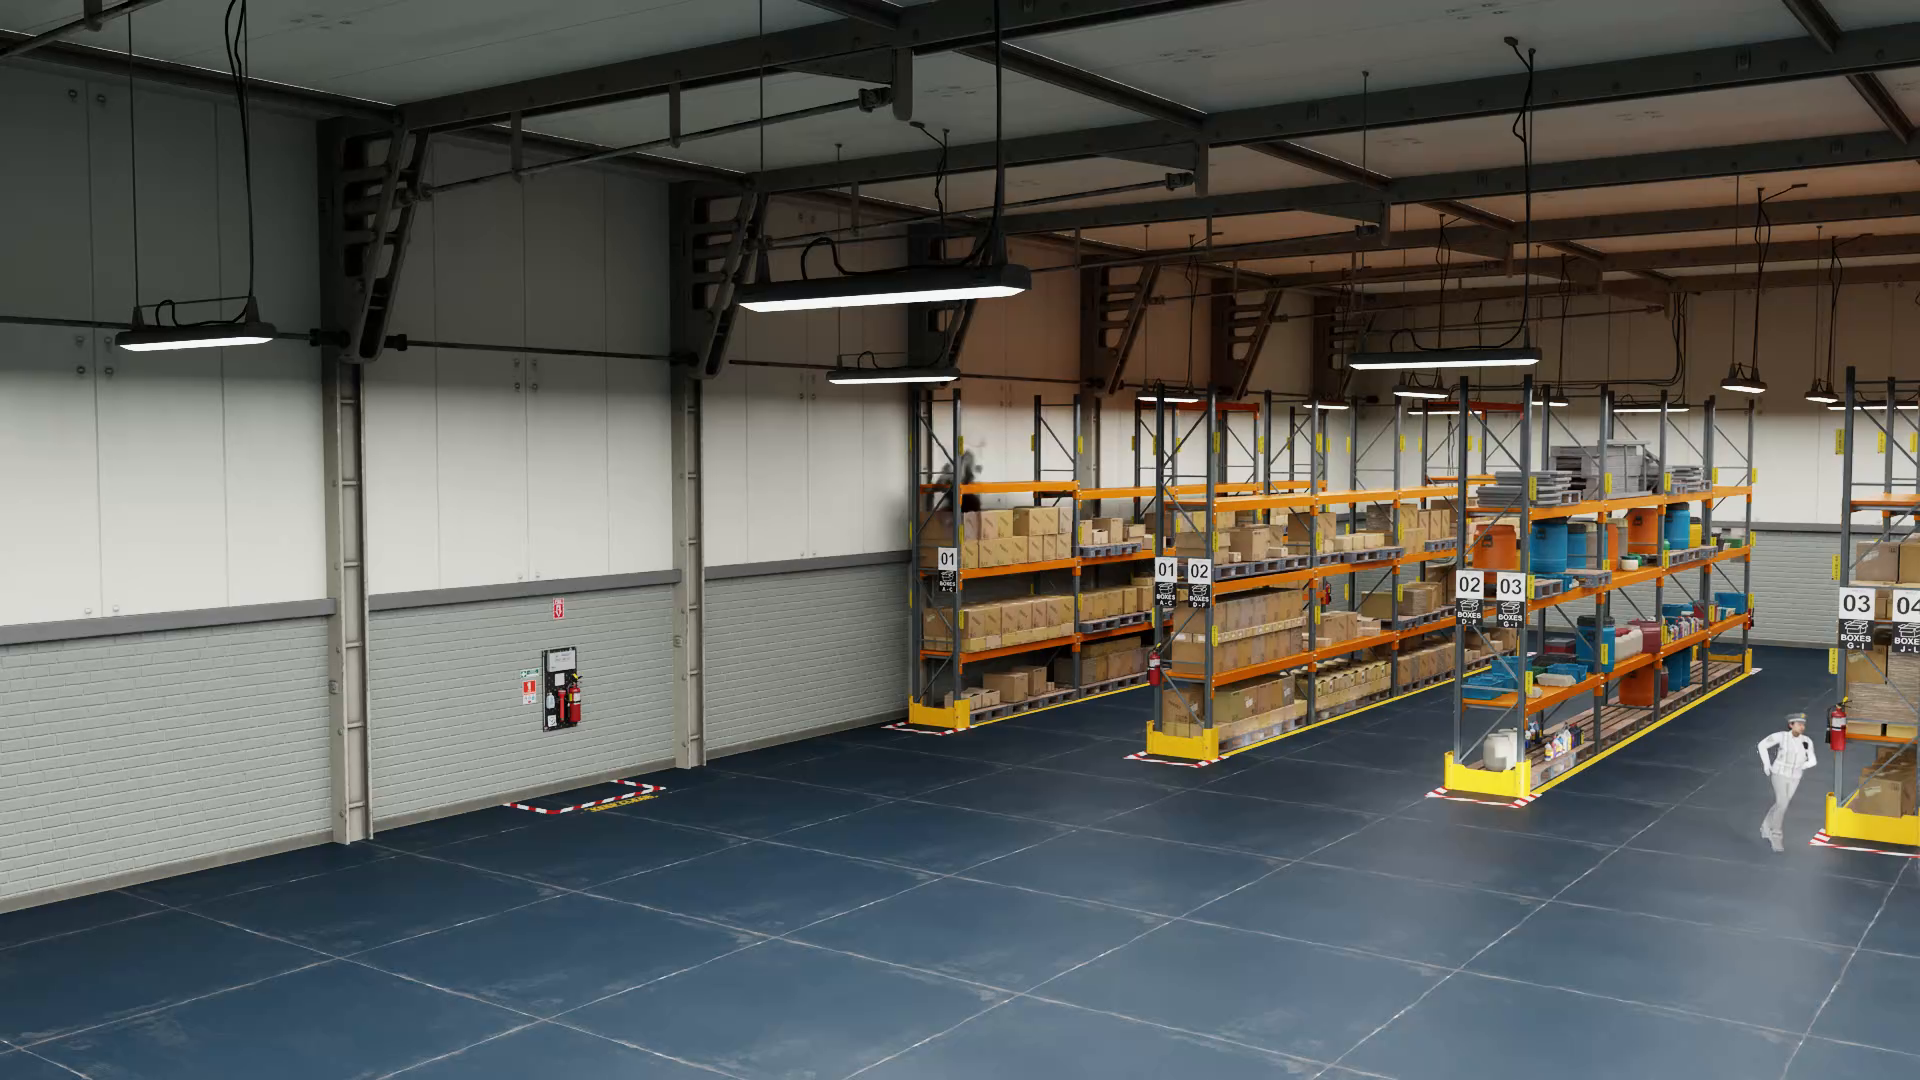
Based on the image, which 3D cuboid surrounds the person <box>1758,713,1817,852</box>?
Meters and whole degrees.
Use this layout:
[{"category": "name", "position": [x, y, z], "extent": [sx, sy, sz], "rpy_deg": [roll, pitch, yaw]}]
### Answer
[{"category": "person", "position": [10.356, 2.999, 20.810], "extent": [0.620, 1.719, 0.739], "rpy_deg": [0, 3, -2]}]
